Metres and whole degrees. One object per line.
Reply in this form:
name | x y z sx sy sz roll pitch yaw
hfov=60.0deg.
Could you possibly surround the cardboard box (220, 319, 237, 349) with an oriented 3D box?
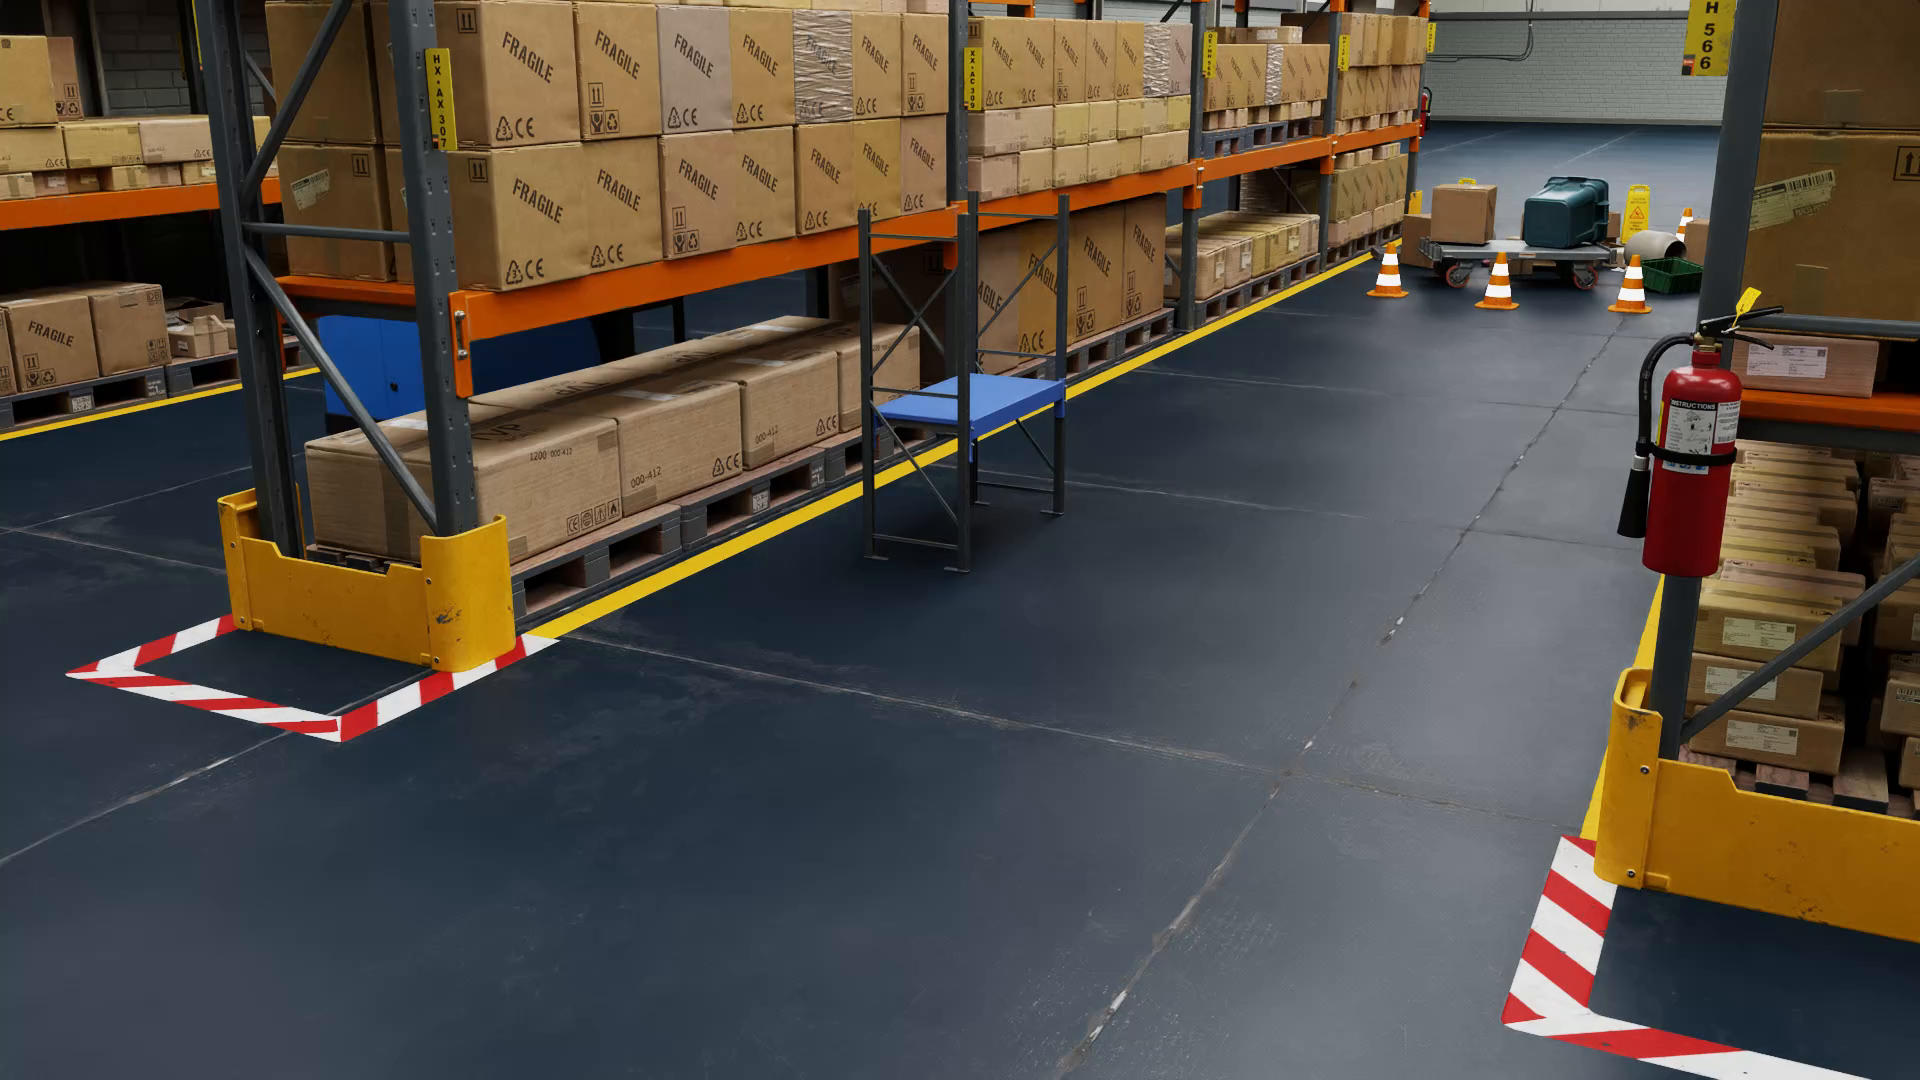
cardboard box | -4.857 -1.386 11.193 0.380 0.149 0.250 7 18 24

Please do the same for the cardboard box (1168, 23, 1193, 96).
cardboard box | 1.362 -3.481 12.046 0.500 0.500 0.500 8 18 24

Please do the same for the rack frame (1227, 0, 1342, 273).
rack frame | 3.146 -4.138 16.188 1.000 3.000 0.127 8 18 25

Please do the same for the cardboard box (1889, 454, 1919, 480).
cardboard box | 3.711 -0.221 6.225 0.380 0.149 0.250 7 18 23

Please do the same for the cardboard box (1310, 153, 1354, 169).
cardboard box | 3.761 -3.832 16.793 0.380 0.149 0.250 8 18 26

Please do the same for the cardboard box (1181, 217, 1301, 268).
cardboard box | 2.596 -2.762 15.434 0.950 0.372 0.625 9 19 29

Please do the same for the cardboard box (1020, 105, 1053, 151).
cardboard box | 0.228 -2.481 9.994 0.500 0.250 0.500 8 19 26

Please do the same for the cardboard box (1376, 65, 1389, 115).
cardboard box | 4.239 -4.794 17.697 0.500 0.500 0.500 8 18 26

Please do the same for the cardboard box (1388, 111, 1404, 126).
cardboard box | 4.722 -4.703 18.533 0.380 0.149 0.250 8 19 26

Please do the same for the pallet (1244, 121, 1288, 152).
pallet | 2.207 -3.537 14.501 1.003 0.211 1.213 8 18 25

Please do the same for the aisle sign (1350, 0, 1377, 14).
aisle sign | 4.684 -6.458 19.435 0.394 0.787 0.004 8 18 25

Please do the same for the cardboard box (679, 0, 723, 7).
cardboard box | -1.217 -2.303 6.941 0.380 0.149 0.250 8 18 26

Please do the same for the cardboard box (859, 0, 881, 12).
cardboard box | -0.617 -2.704 8.289 0.380 0.149 0.250 8 18 25

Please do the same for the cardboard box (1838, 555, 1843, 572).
cardboard box | 3.002 0.133 6.077 0.380 0.149 0.250 9 19 27

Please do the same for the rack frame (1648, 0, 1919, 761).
rack frame | 2.257 -0.477 3.864 1.000 3.000 0.127 8 18 25

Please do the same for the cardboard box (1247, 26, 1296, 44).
cardboard box | 2.744 -4.445 14.645 0.380 0.149 0.250 7 18 23

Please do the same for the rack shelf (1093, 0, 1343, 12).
rack shelf | 2.252 -4.722 14.149 1.077 0.370 4.000 8 18 25

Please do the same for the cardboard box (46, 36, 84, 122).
cardboard box | -5.774 -2.816 10.160 0.500 0.500 0.500 8 18 24

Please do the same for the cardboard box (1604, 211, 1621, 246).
cardboard box | 6.413 -3.191 17.383 0.797 0.503 0.637 -4 17 -13

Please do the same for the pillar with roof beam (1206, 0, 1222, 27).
pillar with roof beam | 8.587 -11.110 29.123 9.100 9.000 0.400 8 18 25

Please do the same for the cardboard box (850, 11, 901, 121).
cardboard box | -0.627 -2.344 8.216 0.500 0.500 0.500 8 18 25

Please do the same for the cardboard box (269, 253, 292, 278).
cardboard box | -4.916 -1.897 12.295 0.500 0.500 0.500 8 18 25

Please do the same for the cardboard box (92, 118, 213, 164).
cardboard box | -5.091 -2.511 10.452 0.500 0.250 0.500 8 18 26

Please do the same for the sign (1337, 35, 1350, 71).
sign | 3.644 -4.623 15.789 0.100 0.325 0.005 8 18 25

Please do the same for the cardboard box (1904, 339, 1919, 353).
cardboard box | 2.933 -0.613 4.762 0.380 0.149 0.250 9 19 28

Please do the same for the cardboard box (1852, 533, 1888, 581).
cardboard box | 3.254 0.103 5.657 0.380 0.149 0.250 9 19 28

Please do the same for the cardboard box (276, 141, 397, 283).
cardboard box | -2.237 -1.286 6.410 0.500 0.500 0.500 8 18 26

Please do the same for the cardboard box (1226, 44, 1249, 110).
cardboard box | 1.993 -3.730 13.378 0.500 0.500 0.500 9 19 28

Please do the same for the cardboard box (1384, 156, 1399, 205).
cardboard box | 4.578 -4.029 18.596 0.500 0.500 0.500 9 19 27

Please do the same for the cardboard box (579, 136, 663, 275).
cardboard box | -1.544 -1.348 6.618 0.500 0.500 0.500 8 18 25

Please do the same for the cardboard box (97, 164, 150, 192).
cardboard box | -5.209 -2.227 10.195 0.380 0.149 0.250 8 18 25

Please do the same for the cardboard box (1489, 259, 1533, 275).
cardboard box | 5.430 -2.762 16.357 0.258 0.266 0.396 -4 17 -13

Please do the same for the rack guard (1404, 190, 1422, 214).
rack guard | 4.899 -3.939 19.909 1.175 0.500 0.348 8 18 25

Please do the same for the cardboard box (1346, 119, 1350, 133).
cardboard box | 3.732 -4.200 16.837 0.380 0.149 0.250 8 18 25

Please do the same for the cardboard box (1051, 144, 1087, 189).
cardboard box | 0.477 -2.367 10.490 0.500 0.250 0.500 8 18 25

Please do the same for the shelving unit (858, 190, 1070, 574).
shelving unit | 0.038 -0.741 7.384 0.538 1.500 1.048 8 18 25

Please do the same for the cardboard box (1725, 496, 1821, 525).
cardboard box | 2.676 -0.037 5.604 0.380 0.149 0.250 9 19 27

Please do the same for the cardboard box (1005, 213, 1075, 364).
cardboard box | 0.173 -1.682 10.914 0.875 0.875 0.875 9 19 27

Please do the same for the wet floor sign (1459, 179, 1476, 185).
wet floor sign | 5.976 -3.941 19.659 0.232 0.644 0.267 -15 22 -41

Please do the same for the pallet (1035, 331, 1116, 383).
pallet | 0.393 -1.282 11.469 1.003 0.211 1.213 8 18 25

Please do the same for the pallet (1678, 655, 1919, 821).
pallet | 2.686 0.637 5.007 1.003 0.211 1.213 8 18 25

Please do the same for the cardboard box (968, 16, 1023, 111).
cardboard box | 0.025 -2.703 9.425 0.500 0.500 0.500 8 18 26

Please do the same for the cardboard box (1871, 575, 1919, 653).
cardboard box | 2.811 0.227 4.717 0.380 0.149 0.250 8 19 26

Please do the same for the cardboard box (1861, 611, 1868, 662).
cardboard box | 3.167 0.326 5.429 0.380 0.149 0.250 8 18 26

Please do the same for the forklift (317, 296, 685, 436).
forklift | -2.189 -2.085 9.398 1.130 2.935 3.031 9 19 27

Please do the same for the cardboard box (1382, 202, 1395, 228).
cardboard box | 4.574 -3.669 18.701 0.500 0.250 0.500 8 18 26

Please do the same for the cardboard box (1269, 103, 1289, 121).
cardboard box | 2.694 -3.795 14.736 0.380 0.149 0.250 8 18 25

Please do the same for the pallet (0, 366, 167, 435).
pallet | -5.723 -0.907 10.209 1.003 0.211 1.213 8 18 25

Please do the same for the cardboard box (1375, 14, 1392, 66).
cardboard box | 4.033 -5.144 17.122 0.700 0.500 0.500 8 18 24
